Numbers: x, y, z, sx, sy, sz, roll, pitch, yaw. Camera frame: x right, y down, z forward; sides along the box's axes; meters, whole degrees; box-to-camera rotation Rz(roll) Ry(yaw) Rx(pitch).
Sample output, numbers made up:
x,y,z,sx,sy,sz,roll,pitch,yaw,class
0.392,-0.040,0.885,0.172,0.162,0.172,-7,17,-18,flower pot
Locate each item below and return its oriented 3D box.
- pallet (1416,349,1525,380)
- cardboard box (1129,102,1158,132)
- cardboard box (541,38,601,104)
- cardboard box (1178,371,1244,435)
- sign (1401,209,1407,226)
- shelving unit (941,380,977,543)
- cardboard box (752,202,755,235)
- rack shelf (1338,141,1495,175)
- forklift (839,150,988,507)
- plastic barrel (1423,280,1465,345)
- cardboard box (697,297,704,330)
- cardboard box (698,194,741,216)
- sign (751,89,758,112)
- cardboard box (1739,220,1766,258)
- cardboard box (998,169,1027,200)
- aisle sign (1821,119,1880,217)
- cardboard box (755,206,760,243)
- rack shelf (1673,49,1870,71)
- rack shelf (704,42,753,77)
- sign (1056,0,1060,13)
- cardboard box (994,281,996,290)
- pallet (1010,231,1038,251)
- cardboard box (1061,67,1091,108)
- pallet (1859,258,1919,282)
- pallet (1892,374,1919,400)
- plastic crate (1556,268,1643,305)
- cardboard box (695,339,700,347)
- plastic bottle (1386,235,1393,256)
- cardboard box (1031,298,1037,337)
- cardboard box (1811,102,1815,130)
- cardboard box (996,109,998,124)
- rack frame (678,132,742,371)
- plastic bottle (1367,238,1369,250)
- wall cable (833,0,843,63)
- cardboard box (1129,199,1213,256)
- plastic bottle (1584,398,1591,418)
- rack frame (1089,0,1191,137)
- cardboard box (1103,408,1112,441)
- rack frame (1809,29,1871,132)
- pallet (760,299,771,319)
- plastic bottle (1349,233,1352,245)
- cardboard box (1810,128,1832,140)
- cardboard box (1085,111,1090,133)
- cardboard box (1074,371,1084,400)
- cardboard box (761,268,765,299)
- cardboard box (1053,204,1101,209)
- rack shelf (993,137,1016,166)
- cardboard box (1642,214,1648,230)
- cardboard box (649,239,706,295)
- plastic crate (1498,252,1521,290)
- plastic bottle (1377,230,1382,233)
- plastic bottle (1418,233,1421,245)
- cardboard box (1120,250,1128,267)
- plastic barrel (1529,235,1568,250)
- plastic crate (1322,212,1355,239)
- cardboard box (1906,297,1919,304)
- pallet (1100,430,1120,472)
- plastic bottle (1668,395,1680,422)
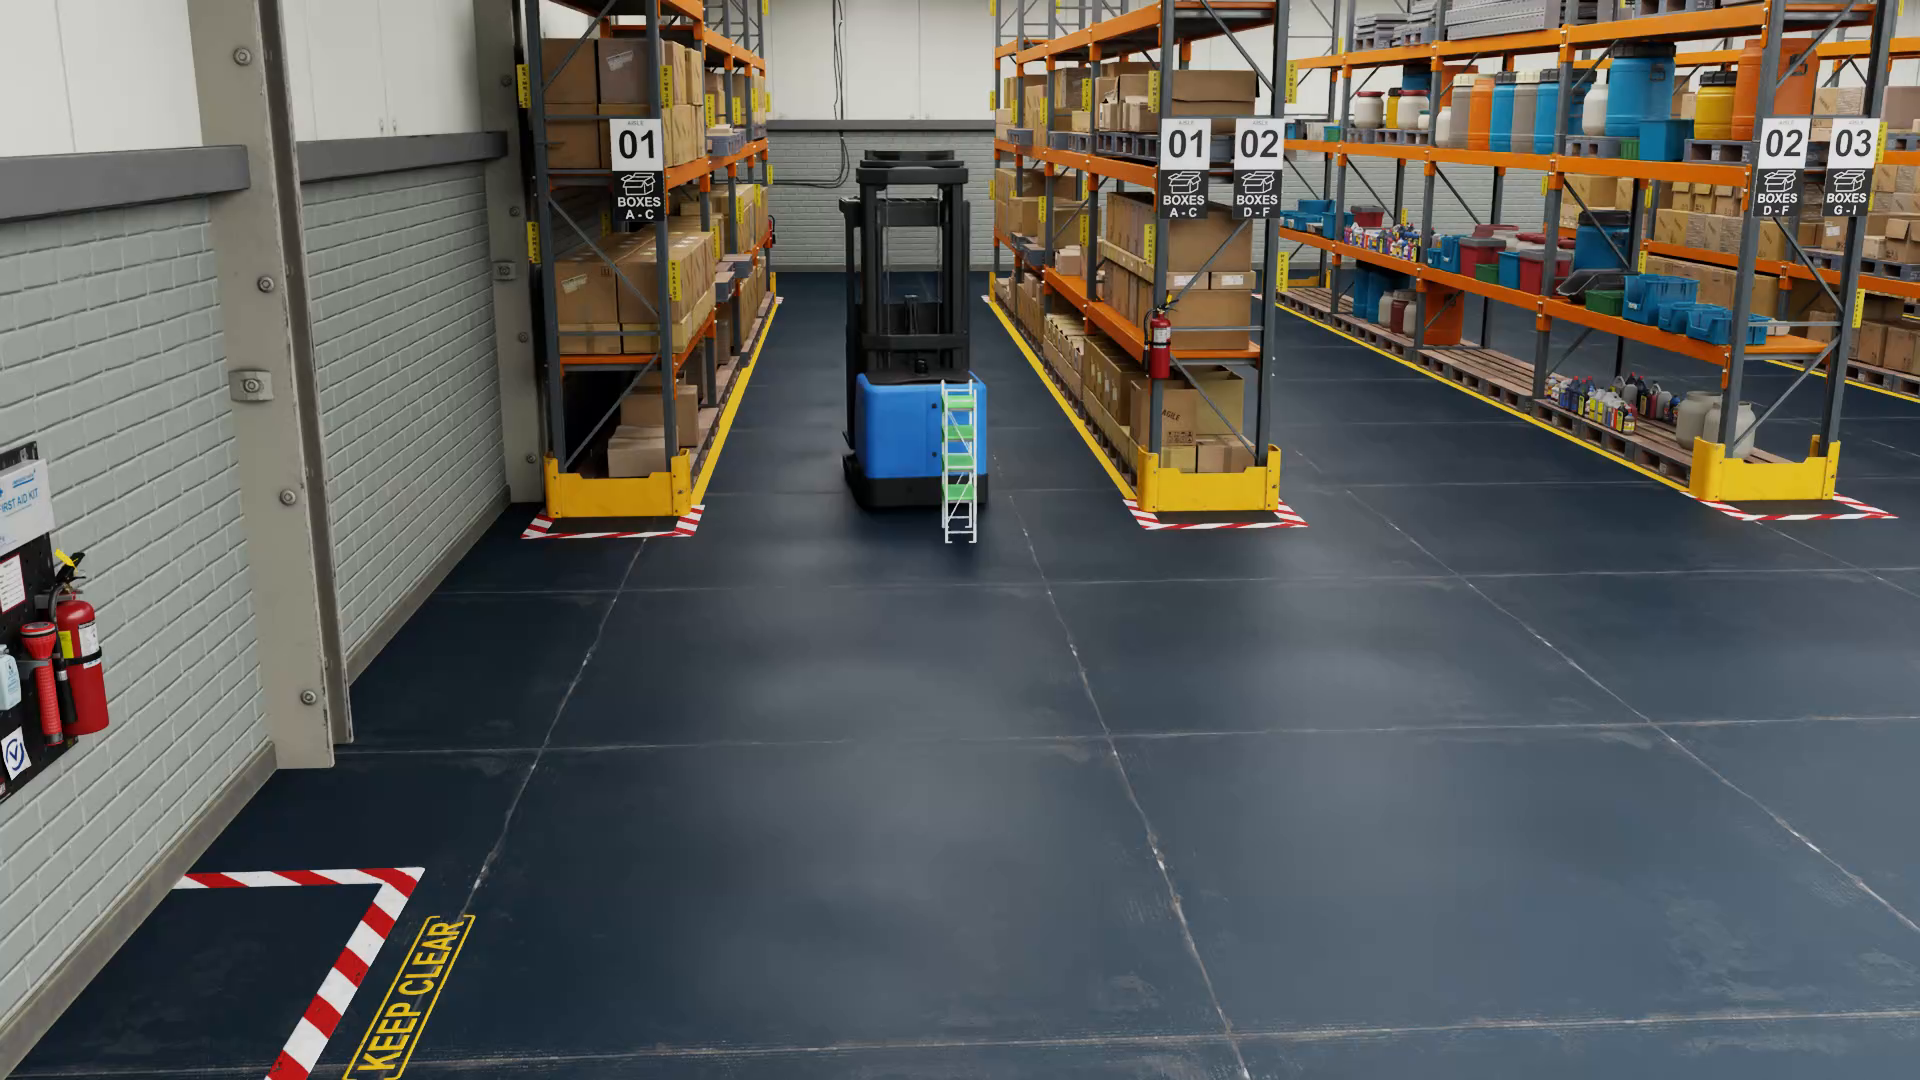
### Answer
x,y,z,sx,sy,sz,roll,pitch,yaw,class
6.556,-2.267,21.412,1.003,0.211,1.213,-1,14,-3,pallet
1.764,-3.679,14.461,0.500,0.250,0.500,-1,14,-3,cardboard box
-3.133,-3.766,13.376,0.500,0.500,0.500,0,14,-1,cardboard box
2.254,-1.241,15.001,0.500,0.500,0.500,-1,14,-3,cardboard box
6.848,-4.947,25.679,0.100,0.325,0.005,-1,14,-3,sign
-0.010,-0.622,13.037,0.258,1.200,0.503,-1,14,-3,shelving unit
-3.309,-4.743,24.604,0.500,0.500,0.500,-1,14,-4,cardboard box
6.423,-5.412,23.465,1.077,0.370,4.000,-1,14,-3,rack shelf
-0.494,-2.013,14.966,1.130,2.935,3.031,-2,15,-8,forklift
6.500,-3.084,22.505,0.600,0.830,0.708,-1,14,-3,plastic barrel
-2.660,-2.112,15.478,0.500,0.250,0.500,-1,14,-3,cardboard box
-3.114,-4.347,21.558,0.500,0.250,0.500,-1,14,-2,cardboard box
-3.048,-6.518,24.652,0.100,0.325,0.005,-1,14,-3,sign
11.187,-4.178,23.045,0.500,0.500,0.500,-1,14,-4,cardboard box
0.912,-6.013,28.168,0.500,0.500,0.500,-1,14,-3,cardboard box
7.339,-3.066,13.707,0.394,0.787,0.004,-1,14,-3,aisle sign
-3.606,-4.933,25.575,0.980,0.700,0.700,-1,14,-3,cardboard box
11.367,-6.747,23.438,1.077,0.370,4.000,-1,14,-3,rack shelf
-3.465,-6.518,22.546,1.077,0.370,4.000,-1,14,-3,rack shelf
1.662,-9.162,28.385,0.100,0.325,0.005,-1,14,-3,sign
0.790,-4.447,29.130,0.380,0.149,0.250,-1,14,-3,cardboard box
1.296,-4.436,24.633,1.003,0.211,1.213,-1,14,-3,pallet
1.582,-5.829,21.433,0.500,0.500,0.500,-1,14,-3,cardboard box
11.654,-3.302,20.226,1.003,0.211,1.213,-1,14,-3,pallet
11.689,-1.735,19.346,1.003,0.211,1.213,-1,14,-3,pallet
6.700,-2.653,17.443,0.767,0.338,0.504,-1,14,-3,plastic crate
-3.186,-2.320,18.654,0.500,0.250,0.500,-1,14,-5,cardboard box
6.025,-4.132,23.300,0.061,0.283,0.133,-1,14,-3,plastic bottle
1.279,-3.095,23.169,0.500,0.500,0.500,-1,14,-5,cardboard box
11.381,-5.743,22.259,0.797,0.503,0.637,0,14,0,cardboard box
0.879,-7.215,28.325,0.500,0.250,0.500,-1,14,-3,cardboard box
-3.341,-3.657,21.221,1.000,3.000,0.127,-1,14,-3,rack frame
5.985,-4.328,24.228,0.097,0.201,0.097,0,14,0,plastic bottle
-1.130,-10.948,33.615,3.097,2.526,0.112,-1,14,-3,wall cable
1.978,-2.932,15.598,0.700,0.500,0.500,-1,14,-3,cardboard box
6.437,-1.348,16.980,0.097,0.201,0.097,0,14,0,plastic bottle
1.851,-5.645,16.908,1.000,3.000,0.127,-1,14,-3,rack frame
1.666,-1.119,16.029,0.500,0.250,0.500,-1,14,-3,cardboard box
11.490,-6.792,21.365,1.000,3.000,0.127,-1,14,-3,rack frame
-3.636,-3.796,27.357,1.003,0.211,1.213,-1,14,-3,pallet
5.930,-4.549,25.087,0.097,0.201,0.097,0,14,0,plastic bottle
11.266,-5.146,21.288,0.500,0.250,0.500,-1,14,-2,cardboard box
1.762,-4.934,19.620,0.500,0.250,0.500,-1,14,-5,cardboard box
1.536,-1.710,18.329,0.500,0.250,0.500,-1,14,-4,cardboard box
-3.662,-4.343,28.059,0.700,0.500,0.500,-1,14,-4,cardboard box
1.585,-4.372,22.955,0.700,0.500,0.500,2,15,7,cardboard box
1.231,-6.331,27.037,1.077,0.370,4.000,-1,14,-3,rack shelf
10.953,-5.059,26.372,0.500,0.250,0.500,-1,14,-4,cardboard box
-2.698,-2.600,15.869,0.500,0.500,0.500,-1,14,-5,cardboard box
6.416,-3.077,18.999,0.392,0.384,0.575,-1,14,-3,plastic crate
6.157,-4.396,24.341,0.152,0.276,0.135,-1,14,-3,plastic bottle
6.723,-4.345,24.141,0.152,0.276,0.135,-1,14,-3,plastic bottle
1.758,-2.712,16.045,0.380,0.149,0.250,-1,14,-5,cardboard box
6.909,-3.305,19.579,0.433,0.535,0.433,0,14,0,plastic barrel
5.930,-4.937,26.107,0.392,0.384,0.575,-1,14,-3,plastic crate
15.822,-3.979,27.348,0.380,0.149,0.250,-1,14,-5,cardboard box
1.937,-0.887,16.050,1.003,0.211,1.213,-1,14,-3,pallet
7.201,-1.329,16.763,0.097,0.271,0.097,0,14,0,plastic bottle
